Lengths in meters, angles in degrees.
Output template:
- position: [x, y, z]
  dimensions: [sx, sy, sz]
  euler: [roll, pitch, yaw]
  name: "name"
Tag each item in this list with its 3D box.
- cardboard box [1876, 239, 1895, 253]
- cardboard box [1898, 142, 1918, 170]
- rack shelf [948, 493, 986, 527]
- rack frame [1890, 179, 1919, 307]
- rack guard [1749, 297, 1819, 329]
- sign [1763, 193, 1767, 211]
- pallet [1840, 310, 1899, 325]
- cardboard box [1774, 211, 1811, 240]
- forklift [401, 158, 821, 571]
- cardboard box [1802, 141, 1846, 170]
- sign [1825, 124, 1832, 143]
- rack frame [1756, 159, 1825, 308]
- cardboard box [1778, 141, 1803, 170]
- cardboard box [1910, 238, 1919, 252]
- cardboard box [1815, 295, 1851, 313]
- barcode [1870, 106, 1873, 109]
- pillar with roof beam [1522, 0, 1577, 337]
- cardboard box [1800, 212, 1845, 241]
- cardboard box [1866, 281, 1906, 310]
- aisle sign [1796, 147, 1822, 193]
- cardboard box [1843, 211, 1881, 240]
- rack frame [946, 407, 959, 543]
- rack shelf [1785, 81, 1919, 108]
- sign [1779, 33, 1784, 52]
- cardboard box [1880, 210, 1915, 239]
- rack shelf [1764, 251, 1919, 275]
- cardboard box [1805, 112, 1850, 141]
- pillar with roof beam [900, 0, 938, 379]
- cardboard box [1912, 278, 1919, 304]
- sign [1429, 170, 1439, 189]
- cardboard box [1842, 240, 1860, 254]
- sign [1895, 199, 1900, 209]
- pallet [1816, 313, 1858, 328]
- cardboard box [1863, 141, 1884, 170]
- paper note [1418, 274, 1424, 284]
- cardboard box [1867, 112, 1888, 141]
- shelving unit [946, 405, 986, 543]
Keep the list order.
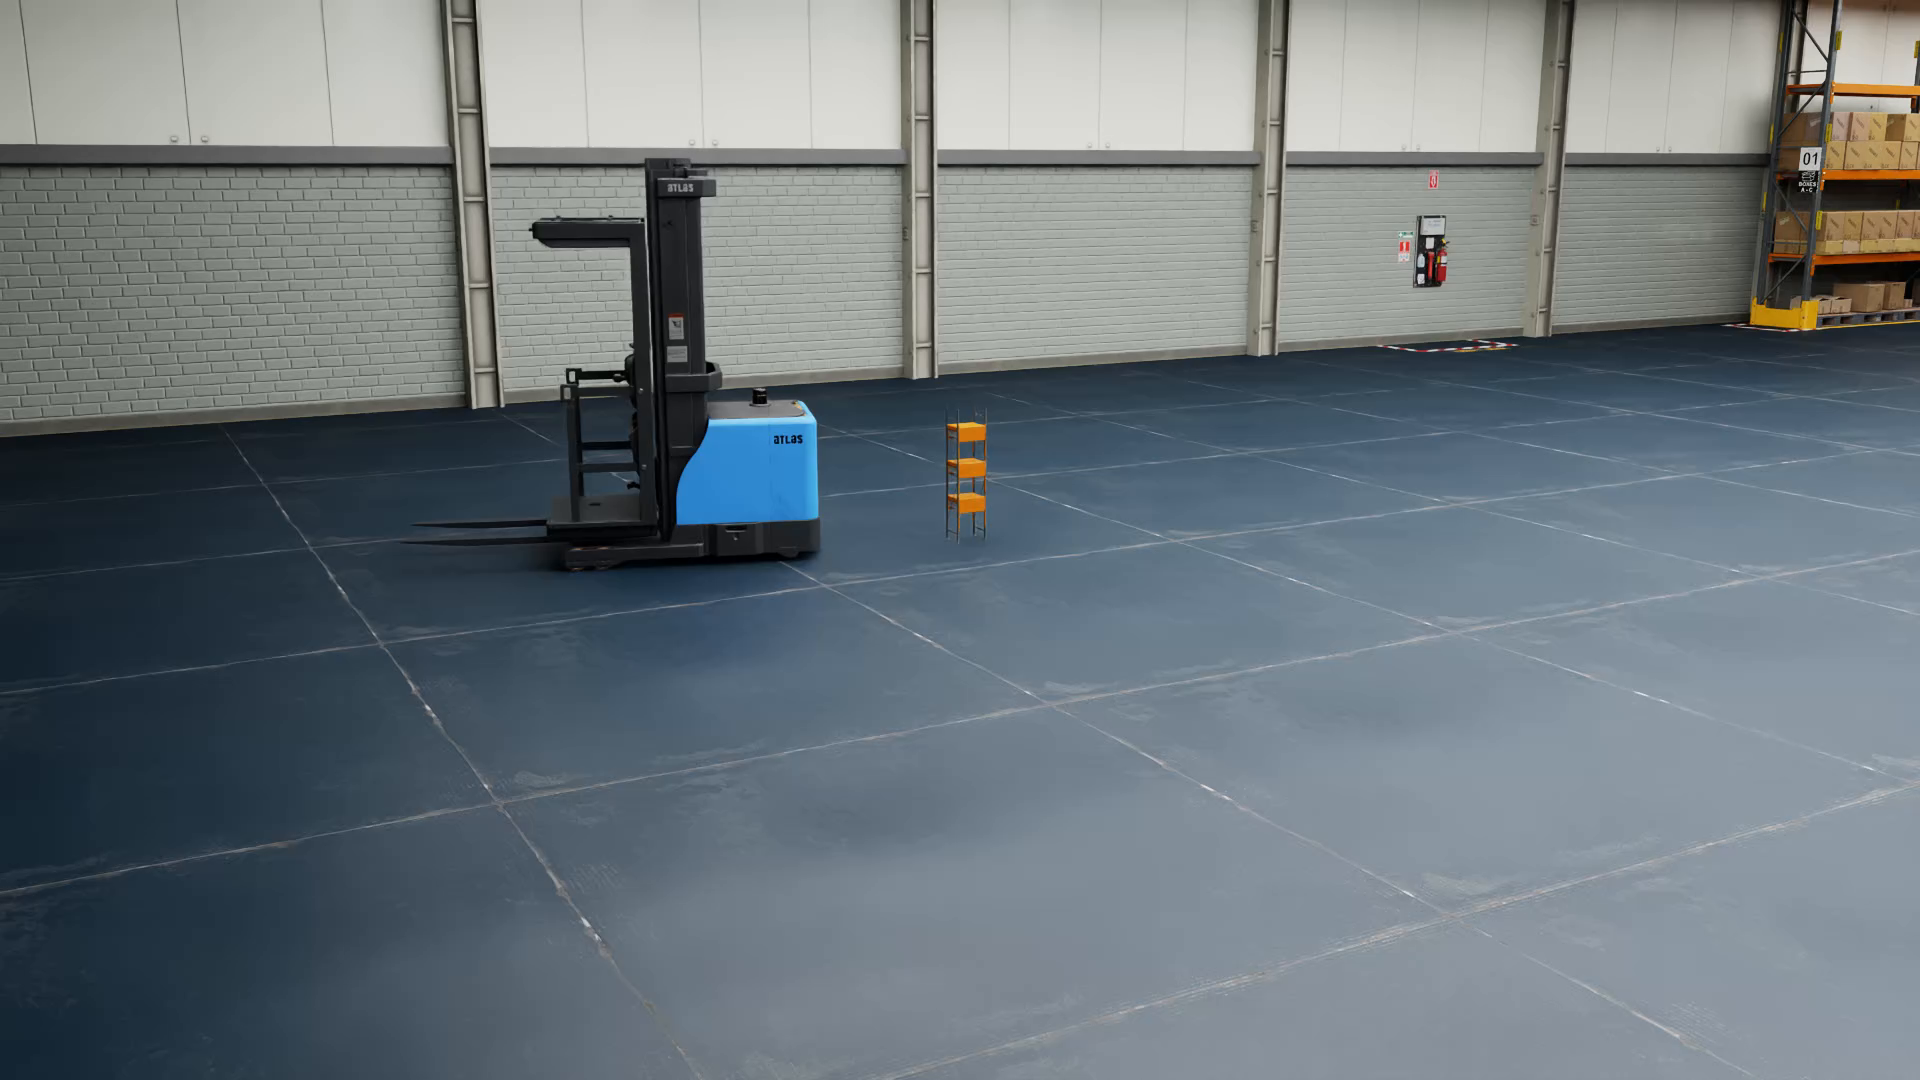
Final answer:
- position: [16.973, -5.475, 30.899]
  dimensions: [0.500, 0.250, 0.500]
  euler: [-7, 14, -27]
  name: "cardboard box"
- position: [17.317, -7.111, 30.769]
  dimensions: [0.500, 0.500, 0.500]
  euler: [-7, 15, -30]
  name: "cardboard box"
- position: [0.047, -0.236, 13.082]
  dimensions: [0.240, 0.259, 0.215]
  euler: [-7, 14, -28]
  name: "rack shelf"
- position: [18.560, -5.806, 32.076]
  dimensions: [0.127, 3.000, 1.000]
  euler: [-7, 14, -28]
  name: "rack frame"
- position: [15.115, -4.174, 30.516]
  dimensions: [0.348, 0.500, 1.175]
  euler: [-7, 14, -28]
  name: "rack guard"
- position: [14.800, -6.213, 30.529]
  dimensions: [0.005, 0.325, 0.100]
  euler: [-7, 14, -28]
  name: "sign"
- position: [16.915, -4.239, 31.464]
  dimensions: [1.213, 0.211, 1.003]
  euler: [-7, 14, -28]
  name: "pallet"
- position: [15.361, -5.778, 30.541]
  dimensions: [0.500, 0.500, 0.500]
  euler: [-7, 14, -28]
  name: "cardboard box"
- position: [-2.616, -1.330, 12.344]
  dimensions: [3.031, 2.935, 1.130]
  euler: [-2, 13, -10]
  name: "forklift"
- position: [15.462, -6.894, 29.806]
  dimensions: [0.500, 0.500, 0.500]
  euler: [-6, 14, -26]
  name: "cardboard box"
- position: [15.309, -7.171, 29.316]
  dimensions: [0.005, 0.325, 0.100]
  euler: [-7, 14, -28]
  name: "sign"
- position: [15.049, -5.385, 30.206]
  dimensions: [0.127, 3.000, 1.000]
  euler: [-7, 14, -28]
  name: "rack frame"
- position: [15.294, -7.000, 30.276]
  dimensions: [0.500, 0.500, 0.500]
  euler: [-6, 14, -24]
  name: "cardboard box"
- position: [17.848, -5.584, 31.384]
  dimensions: [0.500, 0.250, 0.500]
  euler: [-7, 14, -28]
  name: "cardboard box"
- position: [16.200, -4.404, 30.966]
  dimensions: [0.500, 0.311, 0.500]
  euler: [-6, 14, -23]
  name: "cardboard box"
- position: [17.134, -8.133, 31.257]
  dimensions: [0.075, 0.075, 0.001]
  euler: [-7, 14, -28]
  name: "barcode"
- position: [12.045, -7.092, 24.124]
  dimensions: [0.400, 9.000, 9.100]
  euler: [-7, 14, -28]
  name: "pillar with roof beam"
- position: [15.612, -5.680, 30.104]
  dimensions: [0.500, 0.500, 0.500]
  euler: [-7, 14, -28]
  name: "cardboard box"
- position: [17.668, -4.684, 31.783]
  dimensions: [0.500, 0.500, 0.500]
  euler: [-8, 15, -32]
  name: "cardboard box"
- position: [15.129, -6.588, 29.630]
  dimensions: [0.004, 0.787, 0.394]
  euler: [-7, 14, -28]
  name: "aisle sign"
- position: [16.507, -5.783, 30.563]
  dimensions: [0.500, 0.500, 0.500]
  euler: [-7, 15, -30]
  name: "cardboard box"
- position: [-0.060, -0.505, 12.962]
  dimensions: [0.008, 1.050, 0.200]
  euler: [-7, 14, -28]
  name: "rack frame"
- position: [16.804, -8.170, 30.562]
  dimensions: [4.000, 0.370, 1.077]
  euler: [-7, 14, -28]
  name: "rack shelf"
- position: [14.801, -8.954, 29.913]
  dimensions: [0.005, 0.325, 0.100]
  euler: [-7, 14, -28]
  name: "sign"
- position: [17.410, -5.895, 31.058]
  dimensions: [0.500, 0.500, 0.500]
  euler: [-7, 15, -29]
  name: "cardboard box"
- position: [16.804, -5.245, 31.220]
  dimensions: [4.000, 0.370, 1.077]
  euler: [-7, 14, -28]
  name: "rack shelf"
- position: [15.503, -7.389, 29.726]
  dimensions: [0.500, 0.500, 0.500]
  euler: [-8, 15, -32]
  name: "cardboard box"
- position: [1.512, -5.829, 18.515]
  dimensions: [0.400, 9.000, 9.100]
  euler: [-7, 14, -28]
  name: "pillar with roof beam"
- position: [19.198, -4.882, 32.661]
  dimensions: [0.500, 0.500, 0.700]
  euler: [-6, 14, -26]
  name: "cardboard box"
- position: [7.740, -5.891, 27.174]
  dimensions: [0.199, 0.298, 0.001]
  euler: [-7, 14, -28]
  name: "sign"
- position: [16.078, -5.369, 30.432]
  dimensions: [0.500, 0.250, 0.500]
  euler: [-7, 15, -30]
  name: "cardboard box"
- position: [18.291, -6.477, 32.423]
  dimensions: [0.005, 0.325, 0.100]
  euler: [-7, 14, -28]
  name: "sign"
- position: [15.845, -4.111, 30.898]
  dimensions: [1.213, 0.211, 1.003]
  euler: [-7, 14, -28]
  name: "pallet"
- position: [16.404, -6.999, 30.273]
  dimensions: [0.500, 0.500, 0.500]
  euler: [-6, 14, -25]
  name: "cardboard box"
- position: [7.607, -4.307, 27.420]
  dimensions: [0.142, 0.148, 0.016]
  euler: [-7, 14, -28]
  name: "paper note"
- position: [16.412, -7.488, 30.166]
  dimensions: [0.500, 0.500, 0.500]
  euler: [-6, 14, -26]
  name: "cardboard box"
- position: [0.047, -0.518, 13.019]
  dimensions: [0.252, 1.050, 0.215]
  euler: [-7, 14, -28]
  name: "shelving unit"
